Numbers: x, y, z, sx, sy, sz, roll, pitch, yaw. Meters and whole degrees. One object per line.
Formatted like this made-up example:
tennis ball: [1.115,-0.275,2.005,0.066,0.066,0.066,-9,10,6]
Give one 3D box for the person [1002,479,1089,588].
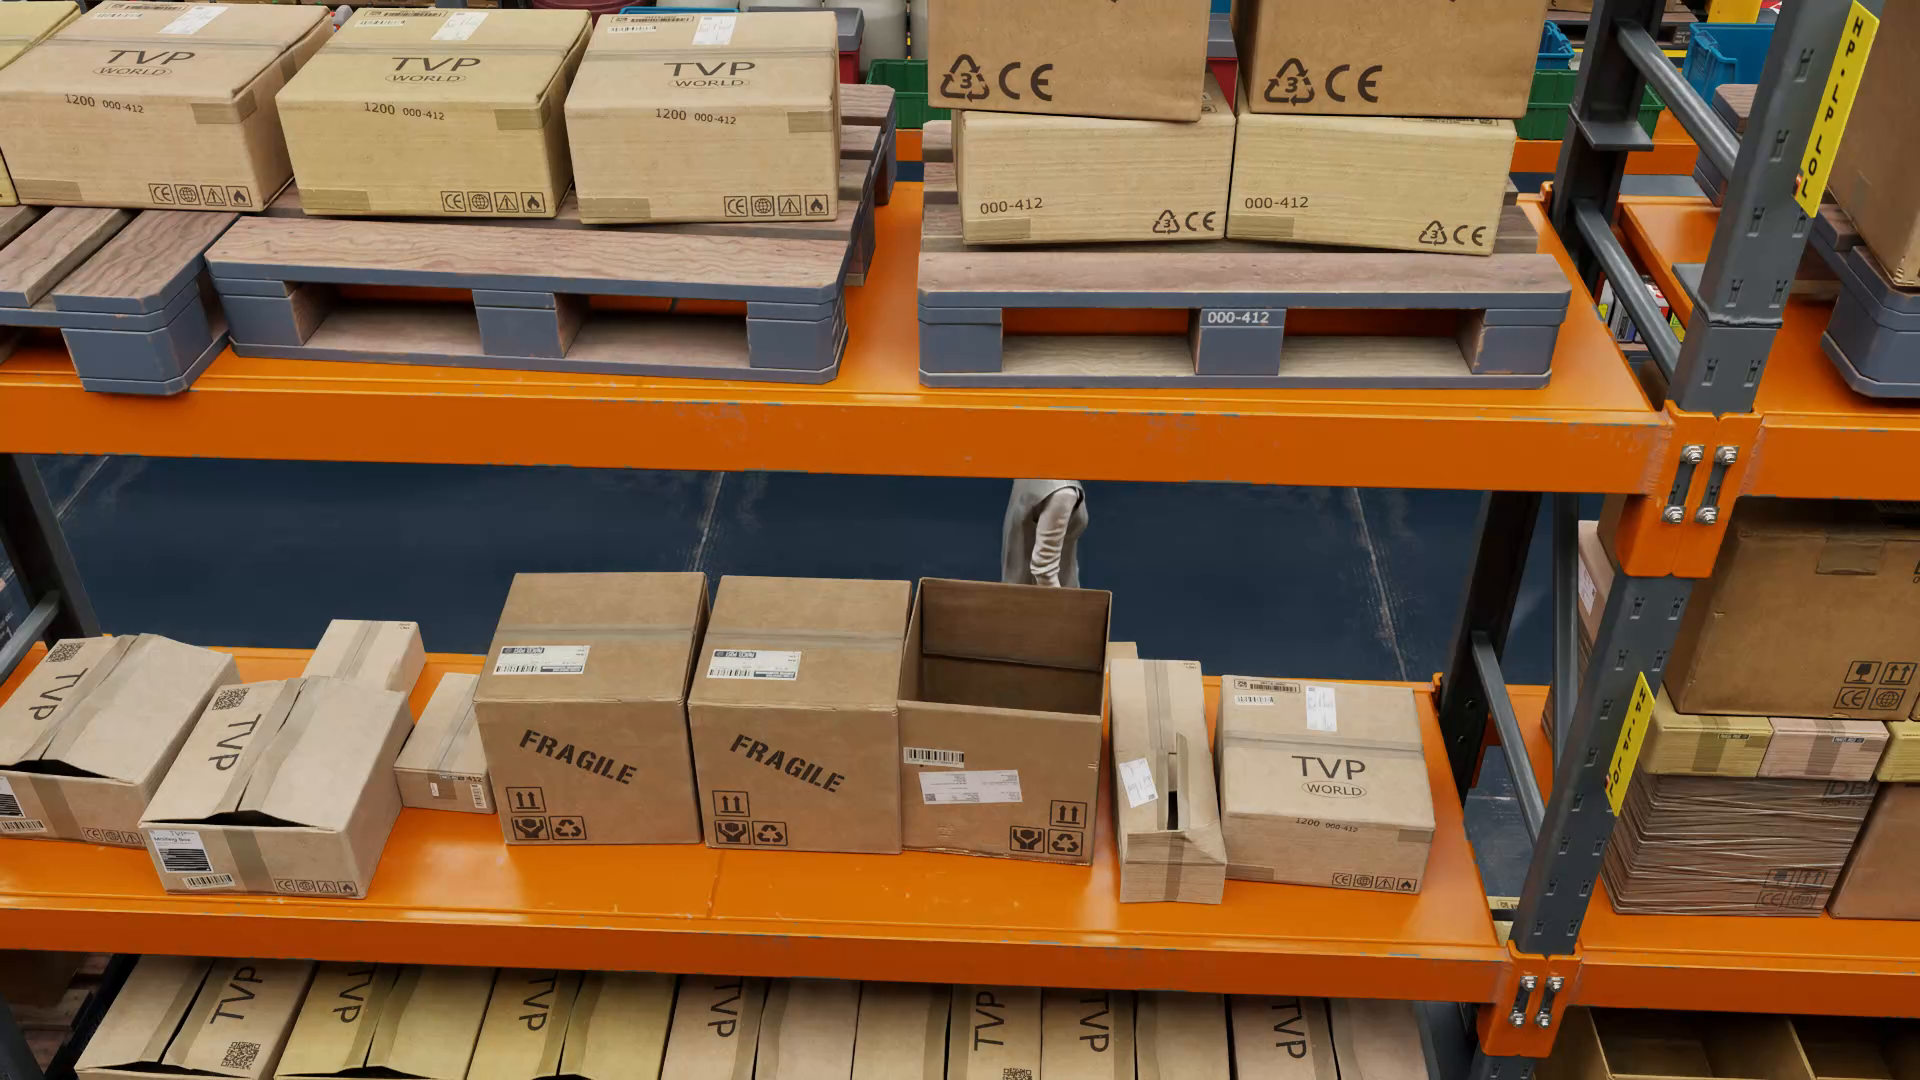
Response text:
person: [0.319,0.183,5.906,0.343,1.593,0.481,1,36,1]
